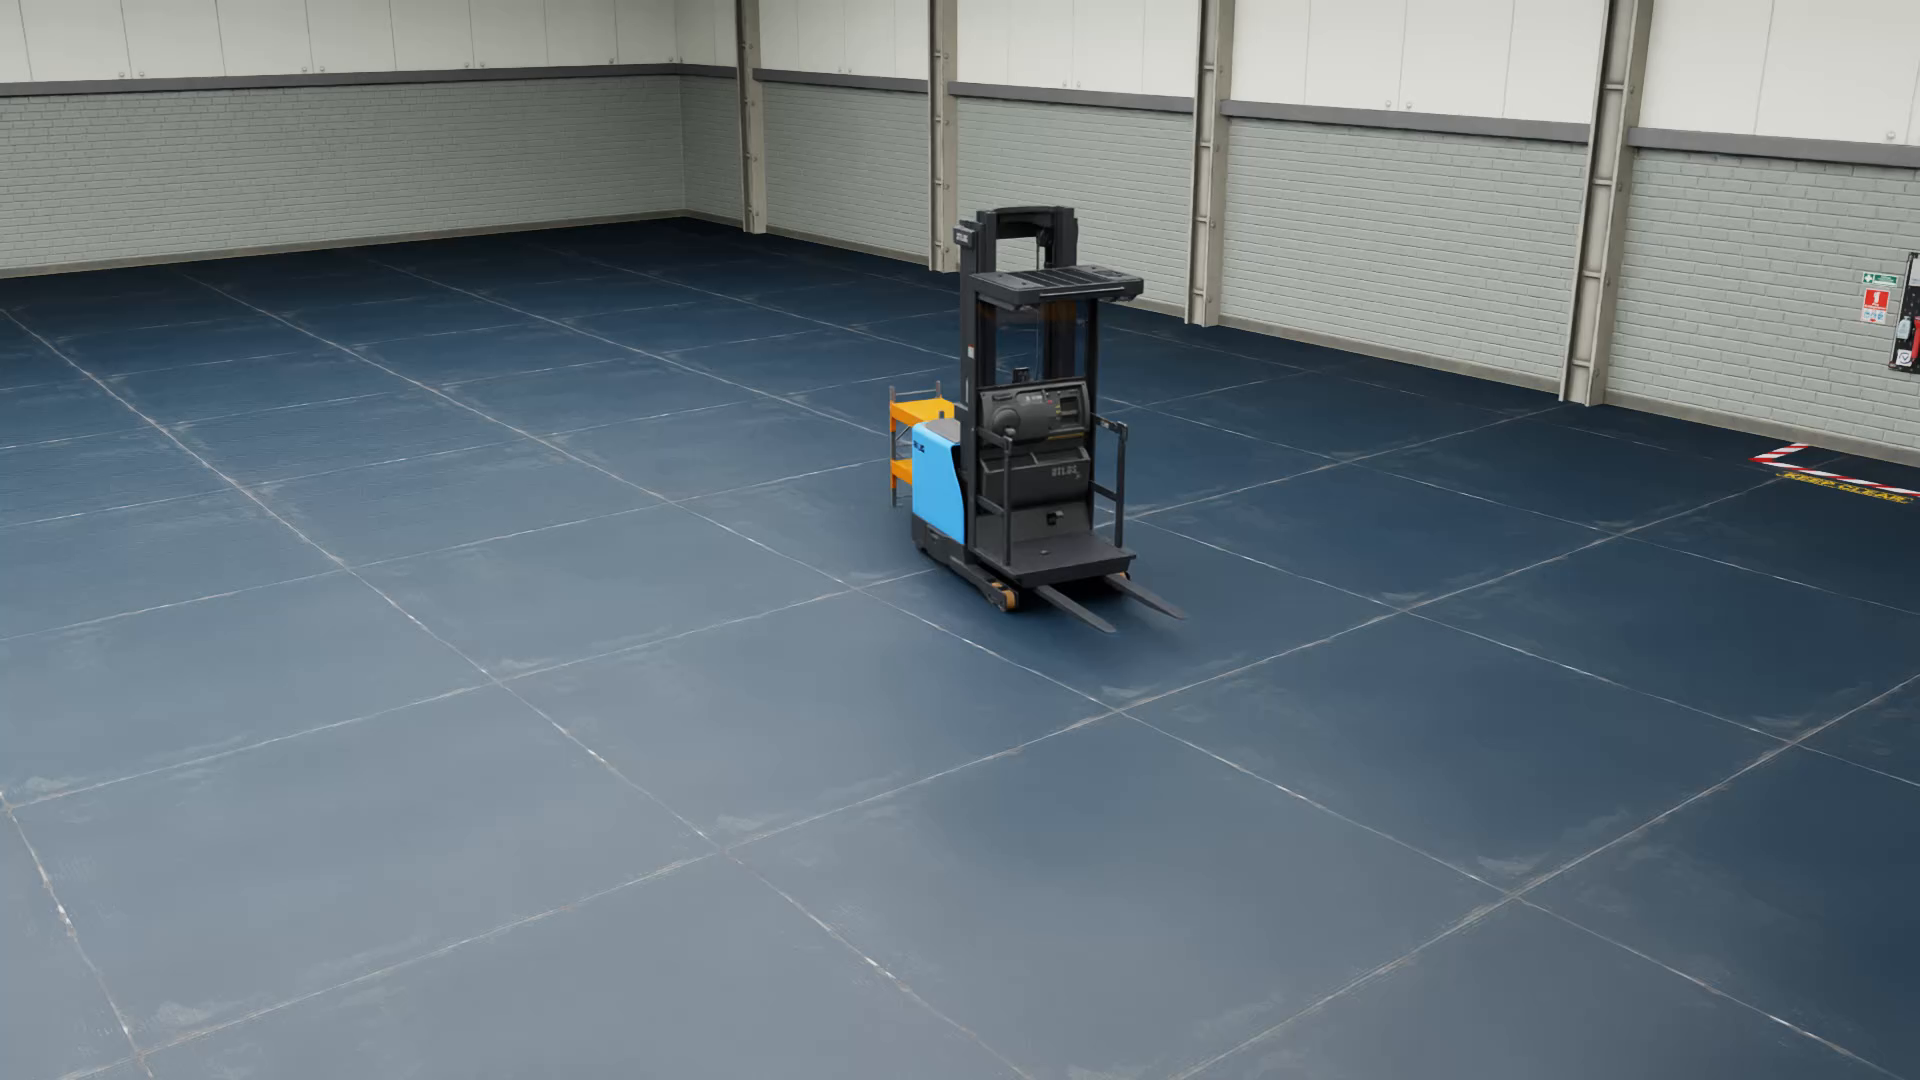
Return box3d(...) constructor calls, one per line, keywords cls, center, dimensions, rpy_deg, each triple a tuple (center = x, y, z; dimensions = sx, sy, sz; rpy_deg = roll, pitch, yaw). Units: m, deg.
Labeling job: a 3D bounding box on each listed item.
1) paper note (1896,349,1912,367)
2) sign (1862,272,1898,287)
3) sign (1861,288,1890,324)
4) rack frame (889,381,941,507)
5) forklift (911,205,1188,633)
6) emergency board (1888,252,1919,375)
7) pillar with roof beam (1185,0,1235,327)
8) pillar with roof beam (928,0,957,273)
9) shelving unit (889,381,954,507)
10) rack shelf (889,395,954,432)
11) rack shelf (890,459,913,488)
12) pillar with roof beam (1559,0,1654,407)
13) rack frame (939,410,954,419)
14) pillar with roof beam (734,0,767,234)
box3d(cls="paper note", center=(9.332, -1.798, 16.423), dimensions=(0.016, 0.148, 0.142), rpy_deg=(-14, 23, -36))
box3d(cls="sign", center=(9.121, -2.582, 16.487), dimensions=(0.001, 0.109, 0.331), rpy_deg=(-14, 23, -36))
box3d(cls="sign", center=(9.125, -2.333, 16.579), dimensions=(0.001, 0.329, 0.234), rpy_deg=(-14, 23, -36))
box3d(cls="rack frame", center=(-0.405, -0.879, 15.227), dimensions=(0.500, 1.125, 0.032), rpy_deg=(-9, 20, -25))
box3d(cls="forklift", center=(0.682, -1.002, 12.725), dimensions=(1.130, 2.935, 3.031), rpy_deg=(-9, 20, -25))
box3d(cls="emergency board", center=(9.388, -2.159, 16.112), dimensions=(0.194, 1.169, 0.643), rpy_deg=(-14, 23, -36))
box3d(cls="pillar with roof beam", center=(0.067, -6.508, 19.700), dimensions=(9.100, 9.000, 0.400), rpy_deg=(-14, 23, -36))
box3d(cls="pillar with roof beam", center=(-3.659, -7.986, 24.165), dimensions=(9.100, 9.000, 0.400), rpy_deg=(-14, 23, -36))
box3d(cls="shelving unit", center=(-0.178, -0.736, 14.796), dimensions=(0.538, 1.125, 1.048), rpy_deg=(-9, 20, -25))
box3d(cls="rack shelf", center=(-0.178, -1.014, 14.704), dimensions=(0.538, 0.278, 1.000), rpy_deg=(-9, 20, -25))
box3d(cls="rack shelf", center=(-0.178, -0.504, 14.872), dimensions=(0.538, 0.278, 1.000), rpy_deg=(-9, 20, -25))
box3d(cls="pillar with roof beam", center=(3.792, -5.029, 15.235), dimensions=(9.100, 9.000, 0.400), rpy_deg=(-14, 23, -36))
box3d(cls="rack frame", center=(0.048, -0.593, 14.364), dimensions=(0.500, 1.125, 0.032), rpy_deg=(-9, 20, -25))
box3d(cls="pillar with roof beam", center=(-7.384, -9.465, 28.630), dimensions=(9.100, 9.000, 0.400), rpy_deg=(-14, 23, -36))
